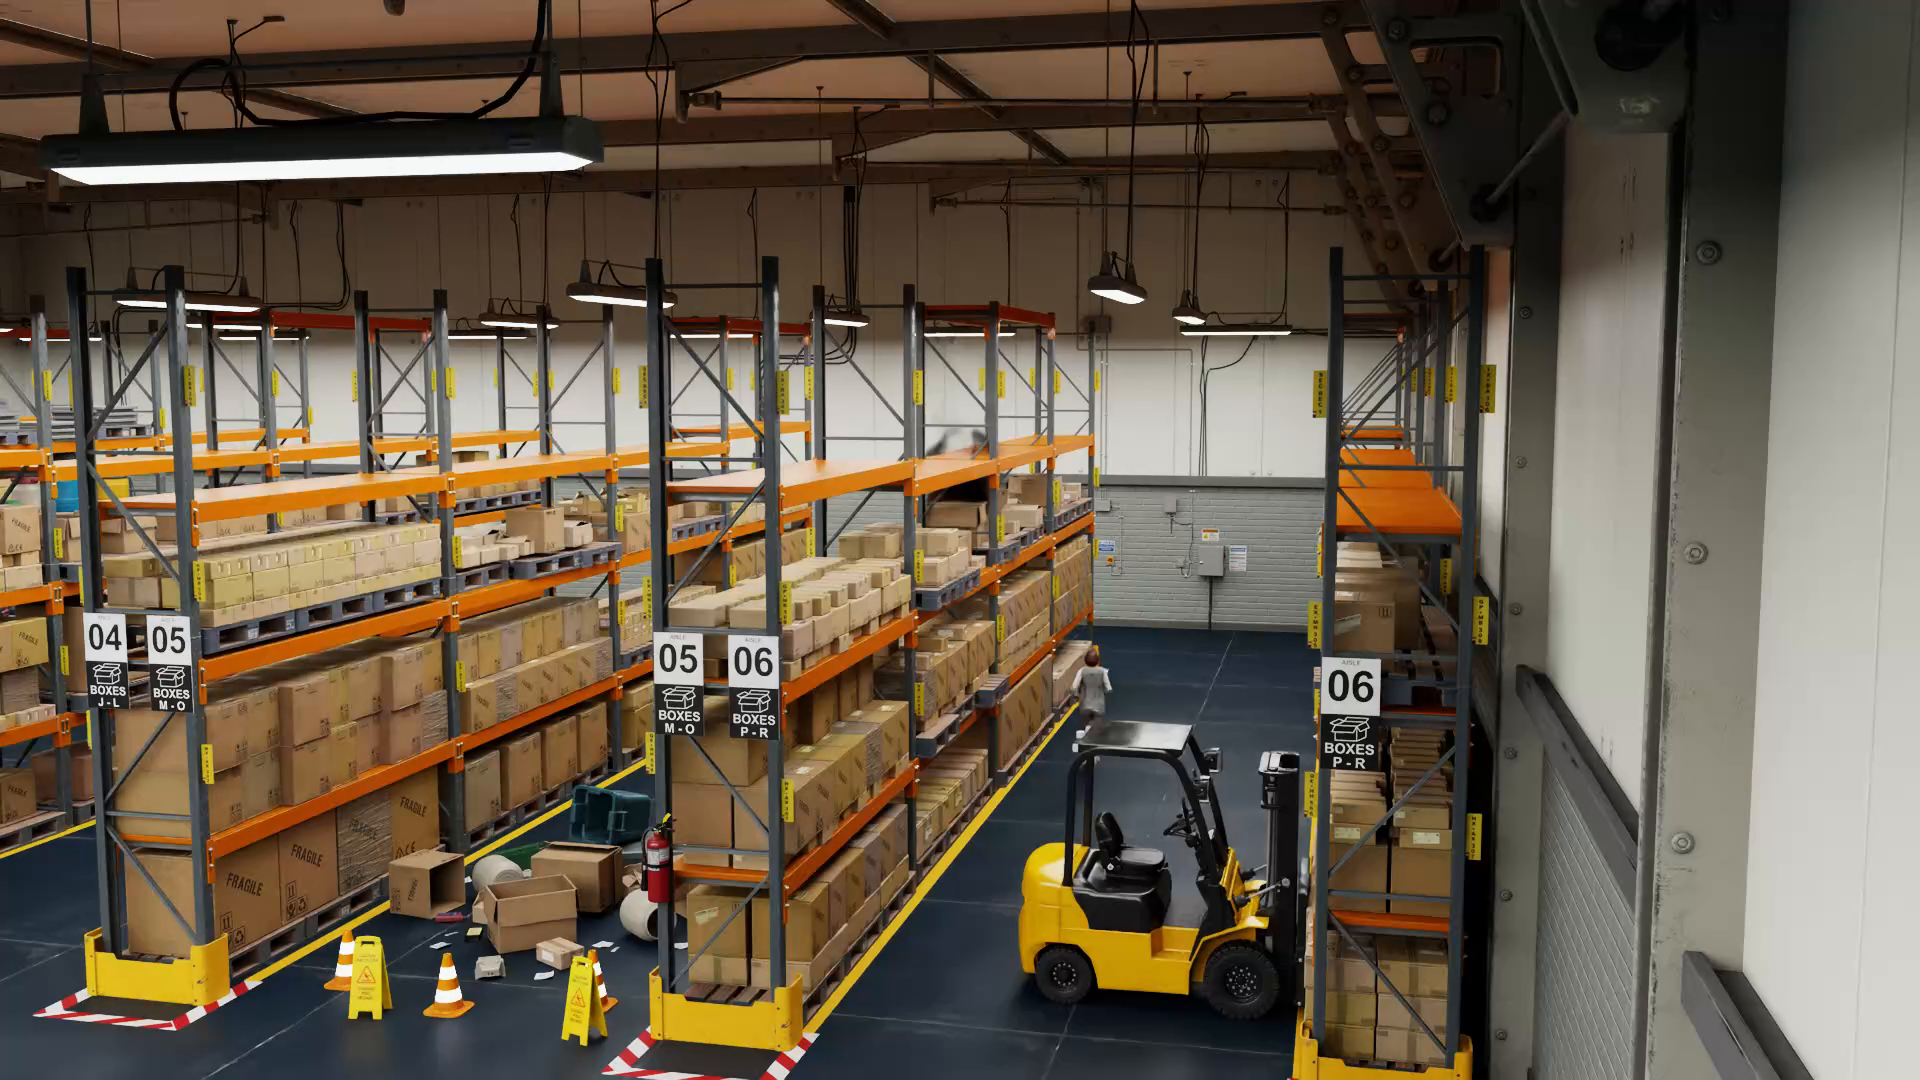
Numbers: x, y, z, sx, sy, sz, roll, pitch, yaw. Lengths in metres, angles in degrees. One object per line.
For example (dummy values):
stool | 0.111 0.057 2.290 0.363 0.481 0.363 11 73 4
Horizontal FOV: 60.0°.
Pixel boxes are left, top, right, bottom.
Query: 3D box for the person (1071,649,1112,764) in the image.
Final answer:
person | 1.711 2.203 21.635 0.536 1.575 0.744 0 6 4
